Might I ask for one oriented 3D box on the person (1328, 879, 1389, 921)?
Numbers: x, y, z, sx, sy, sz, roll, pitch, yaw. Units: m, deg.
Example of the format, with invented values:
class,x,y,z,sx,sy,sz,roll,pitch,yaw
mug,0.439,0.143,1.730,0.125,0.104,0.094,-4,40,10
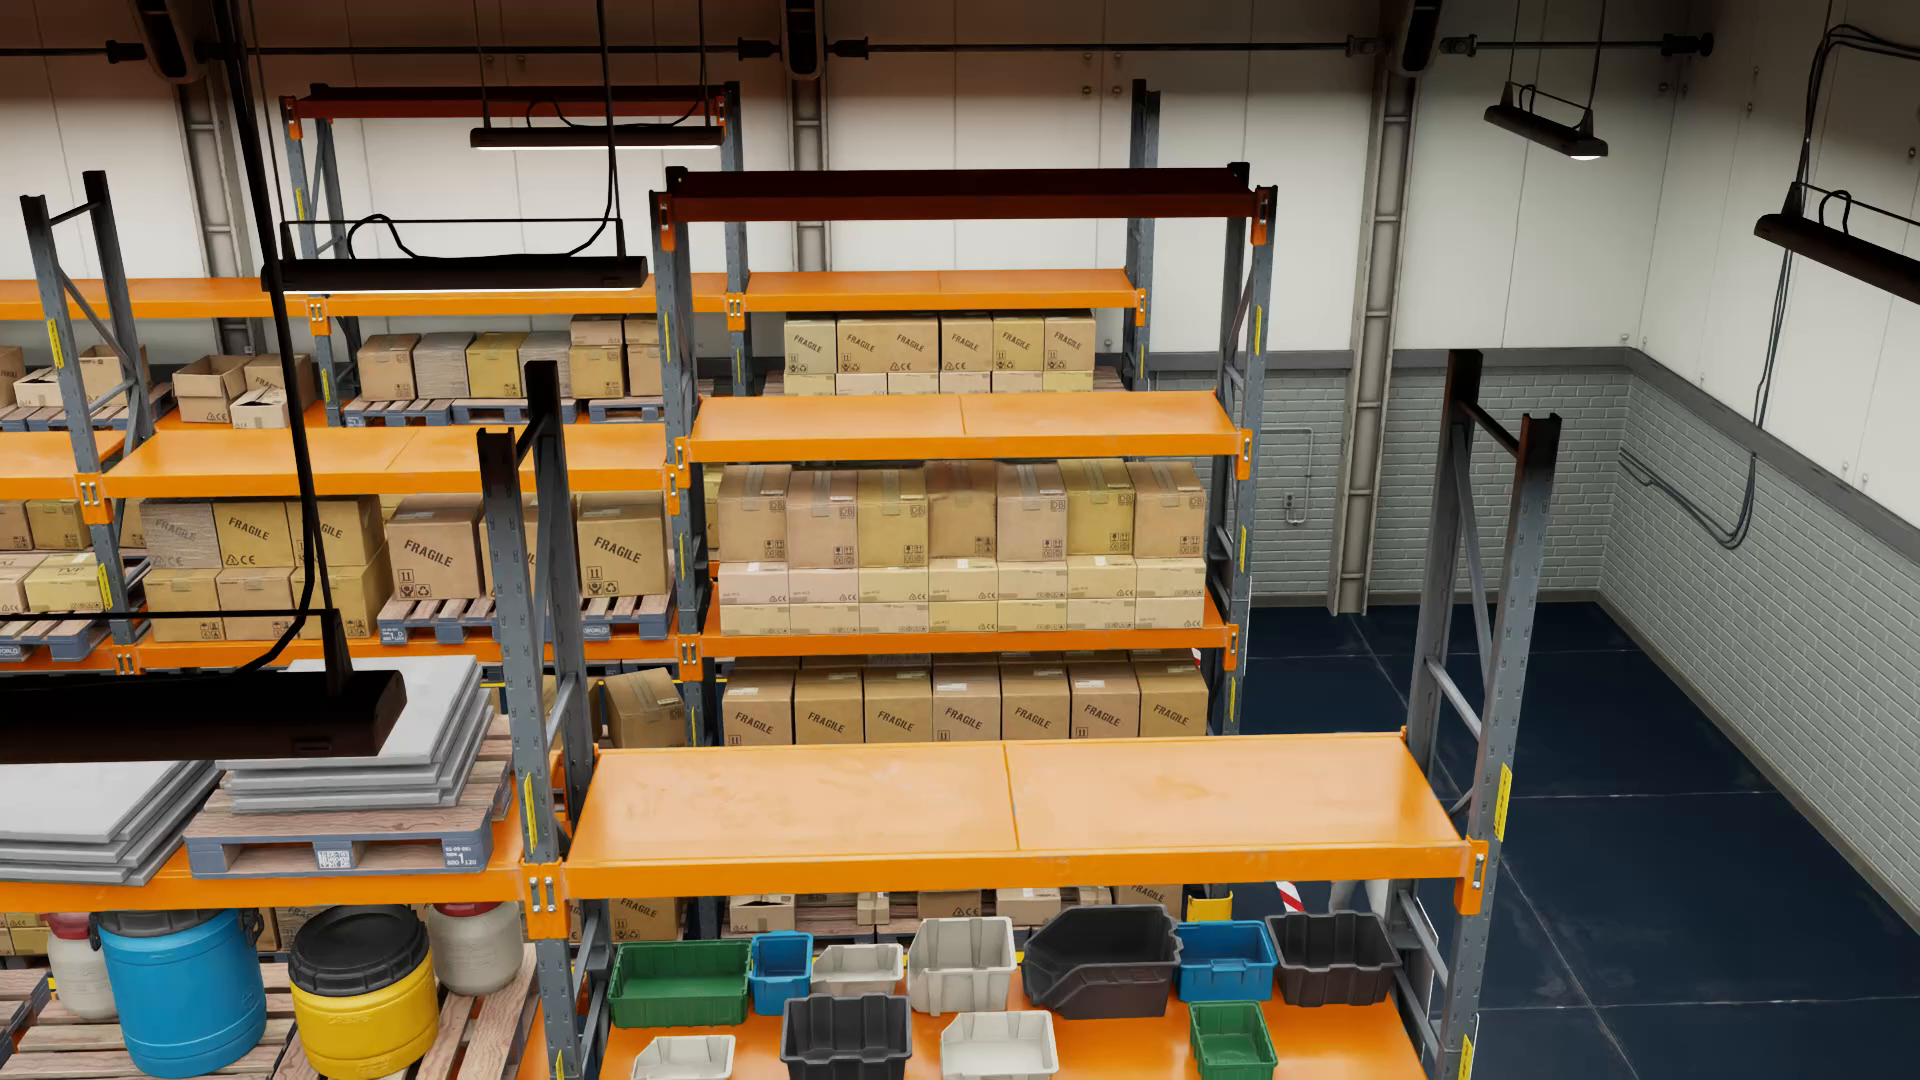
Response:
class,x,y,z,sx,sy,sz,roll,pitch,yaw
person,3.136,2.448,12.821,0.640,1.731,0.762,5,23,13
